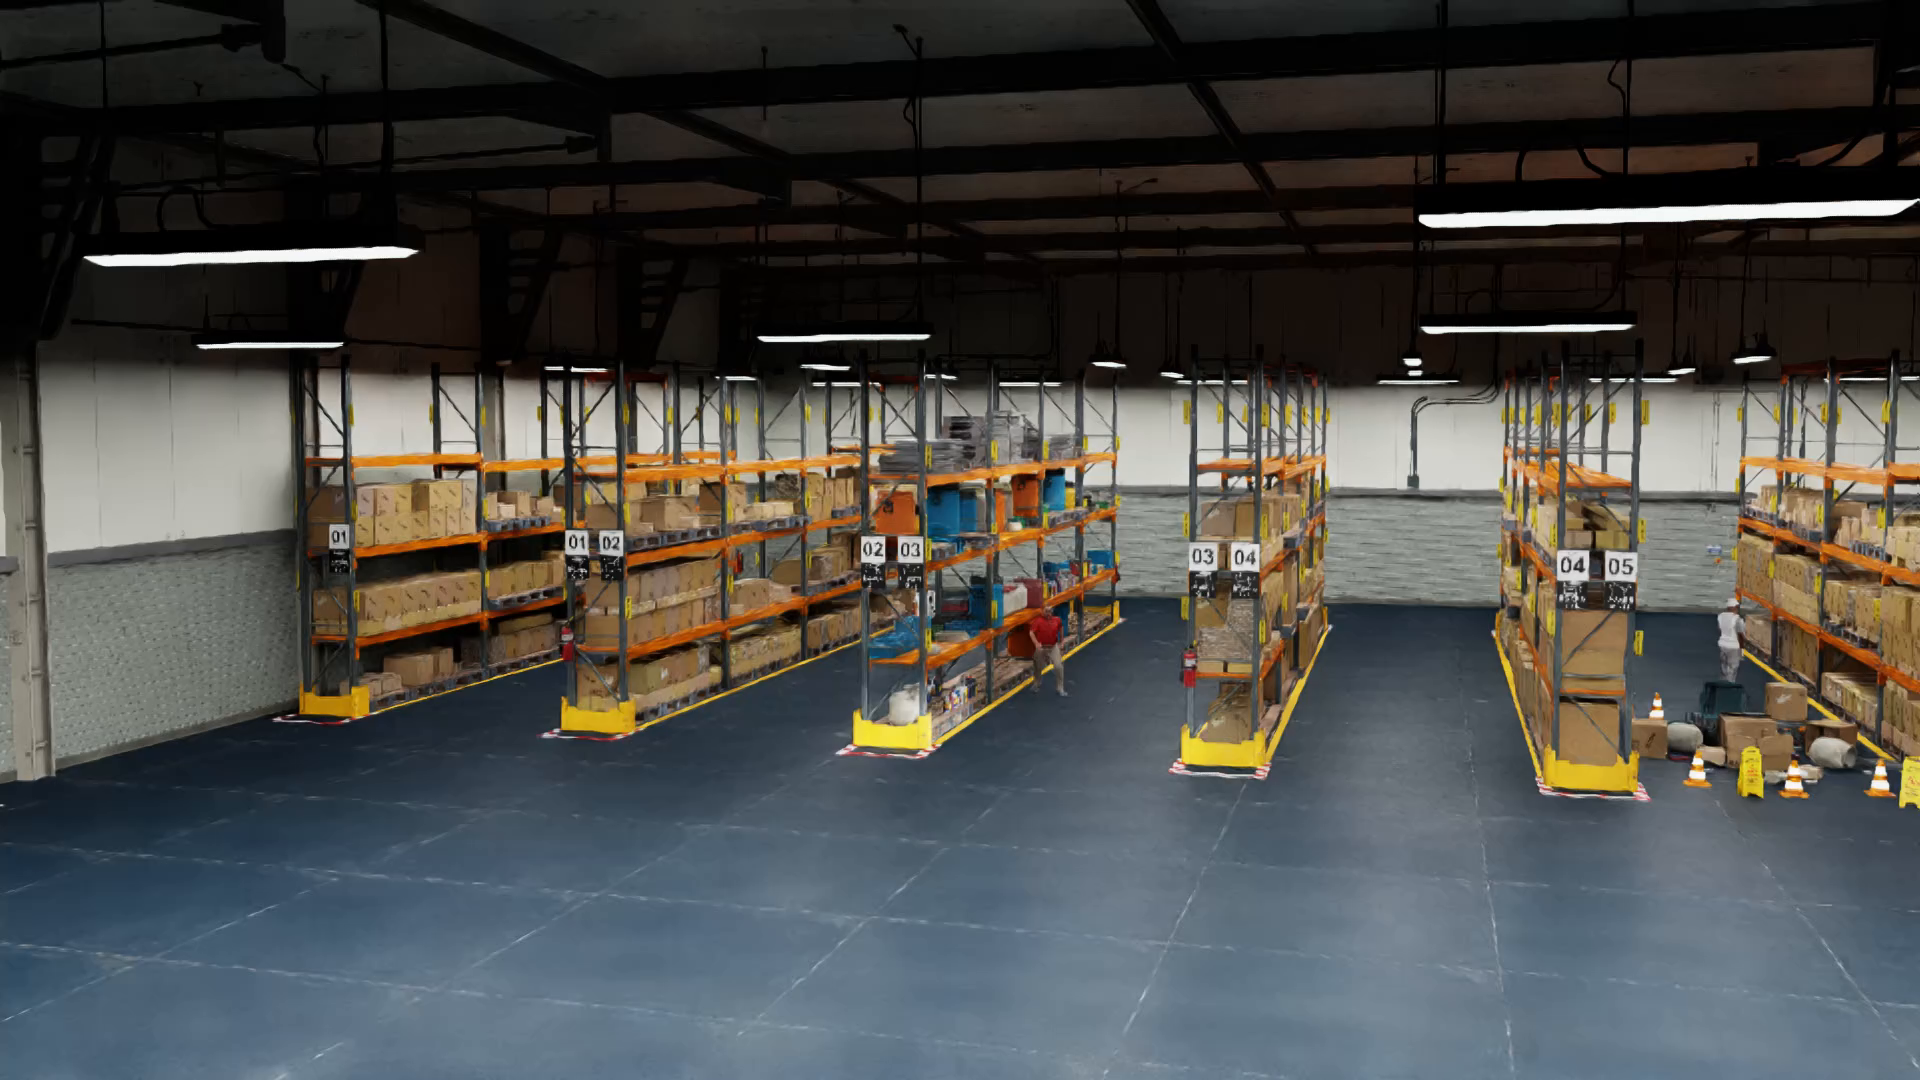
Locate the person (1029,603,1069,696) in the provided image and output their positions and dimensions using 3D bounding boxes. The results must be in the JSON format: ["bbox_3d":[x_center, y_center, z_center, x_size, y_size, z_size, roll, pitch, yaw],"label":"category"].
[{"bbox_3d":[1.573,1.932,29.748,0.691,1.658,0.860,0,4,-2],"label":"person"}]

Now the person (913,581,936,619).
[{"bbox_3d":[-0.695,1.613,34.588,0.626,1.610,0.578,1,4,14],"label":"person"}]

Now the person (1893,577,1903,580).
[{"bbox_3d":[18.683,1.603,33.258,0.636,1.775,0.675,4,6,42],"label":"person"}]

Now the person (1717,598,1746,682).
[{"bbox_3d":[13.614,1.904,29.272,0.457,1.776,0.618,-1,4,-13],"label":"person"}]
